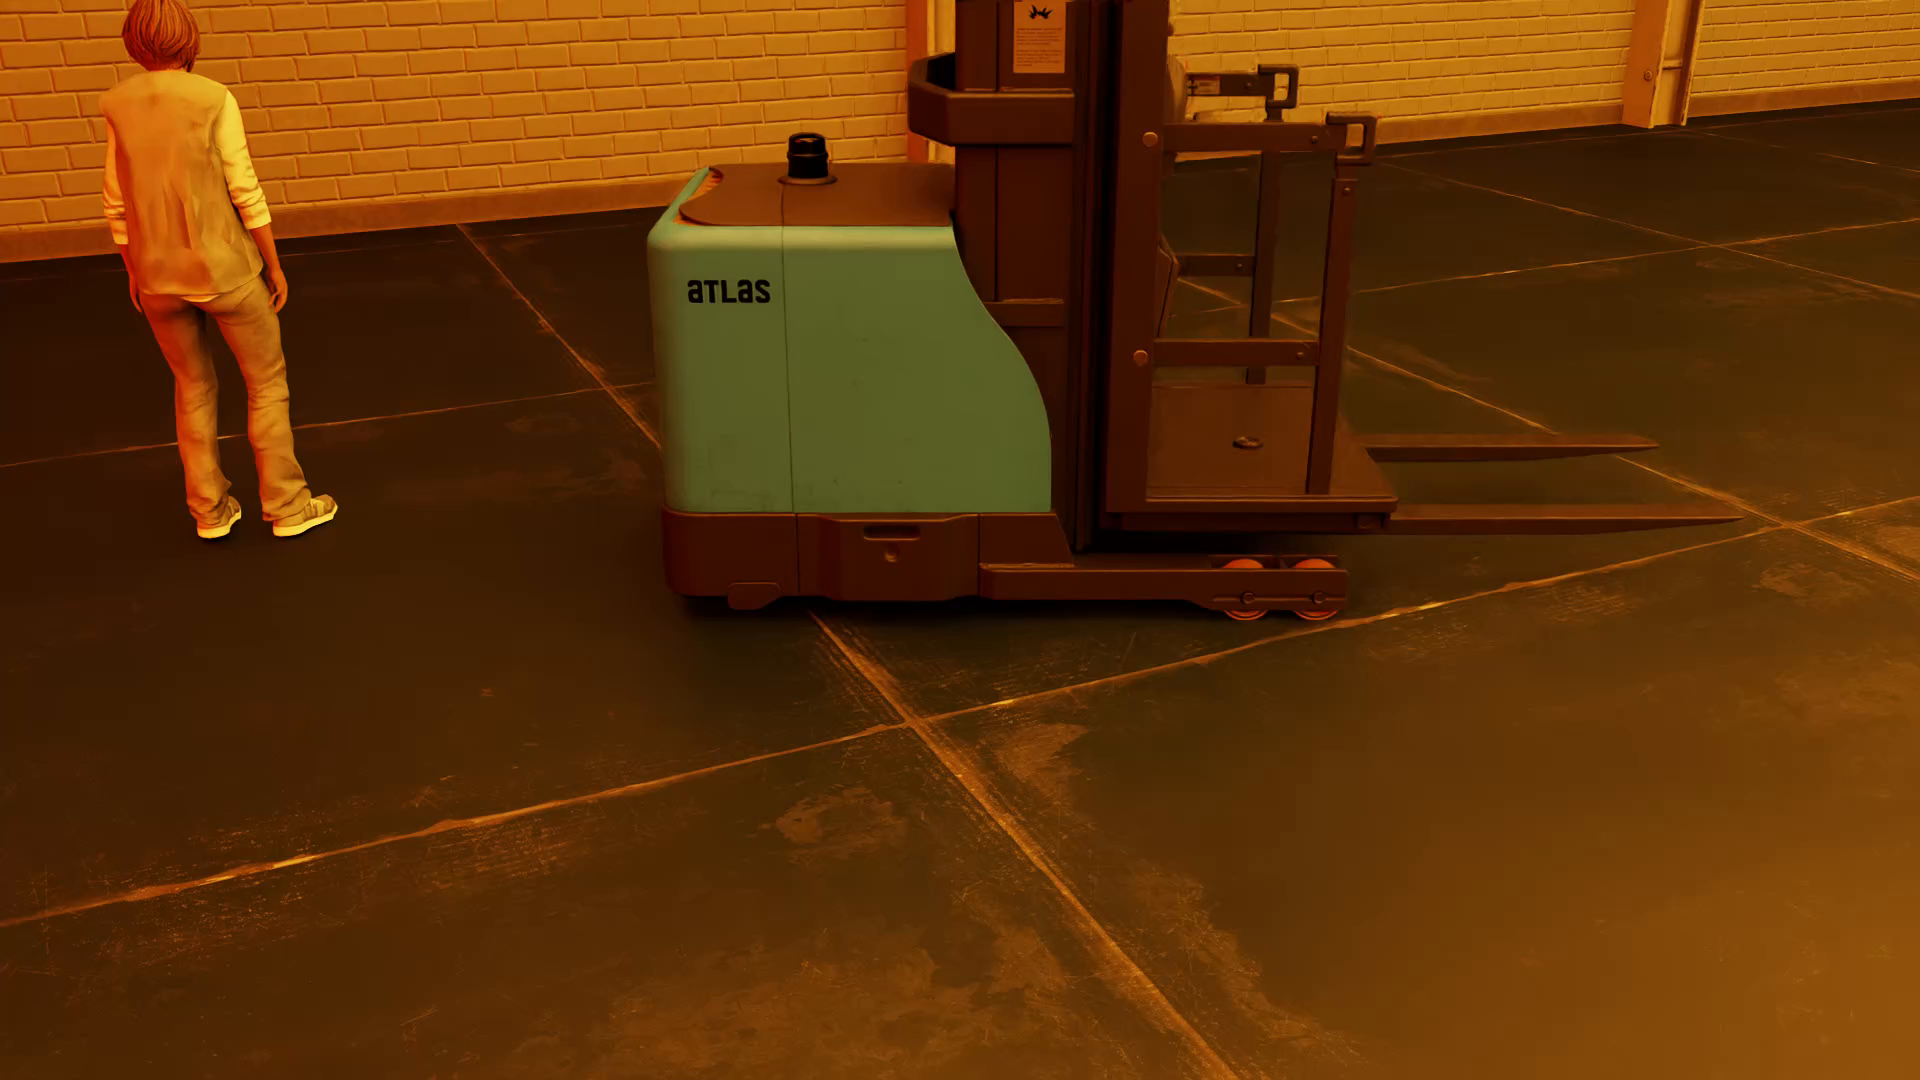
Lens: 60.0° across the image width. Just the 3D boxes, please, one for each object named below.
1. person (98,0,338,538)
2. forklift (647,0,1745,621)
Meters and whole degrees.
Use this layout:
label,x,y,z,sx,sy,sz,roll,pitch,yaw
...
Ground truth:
label,x,y,z,sx,sy,sz,roll,pitch,yaw
person,-2.213,-0.765,4.874,0.469,1.592,0.349,0,23,-1
forklift,0.694,-1.336,4.502,3.031,2.935,1.130,0,23,0
